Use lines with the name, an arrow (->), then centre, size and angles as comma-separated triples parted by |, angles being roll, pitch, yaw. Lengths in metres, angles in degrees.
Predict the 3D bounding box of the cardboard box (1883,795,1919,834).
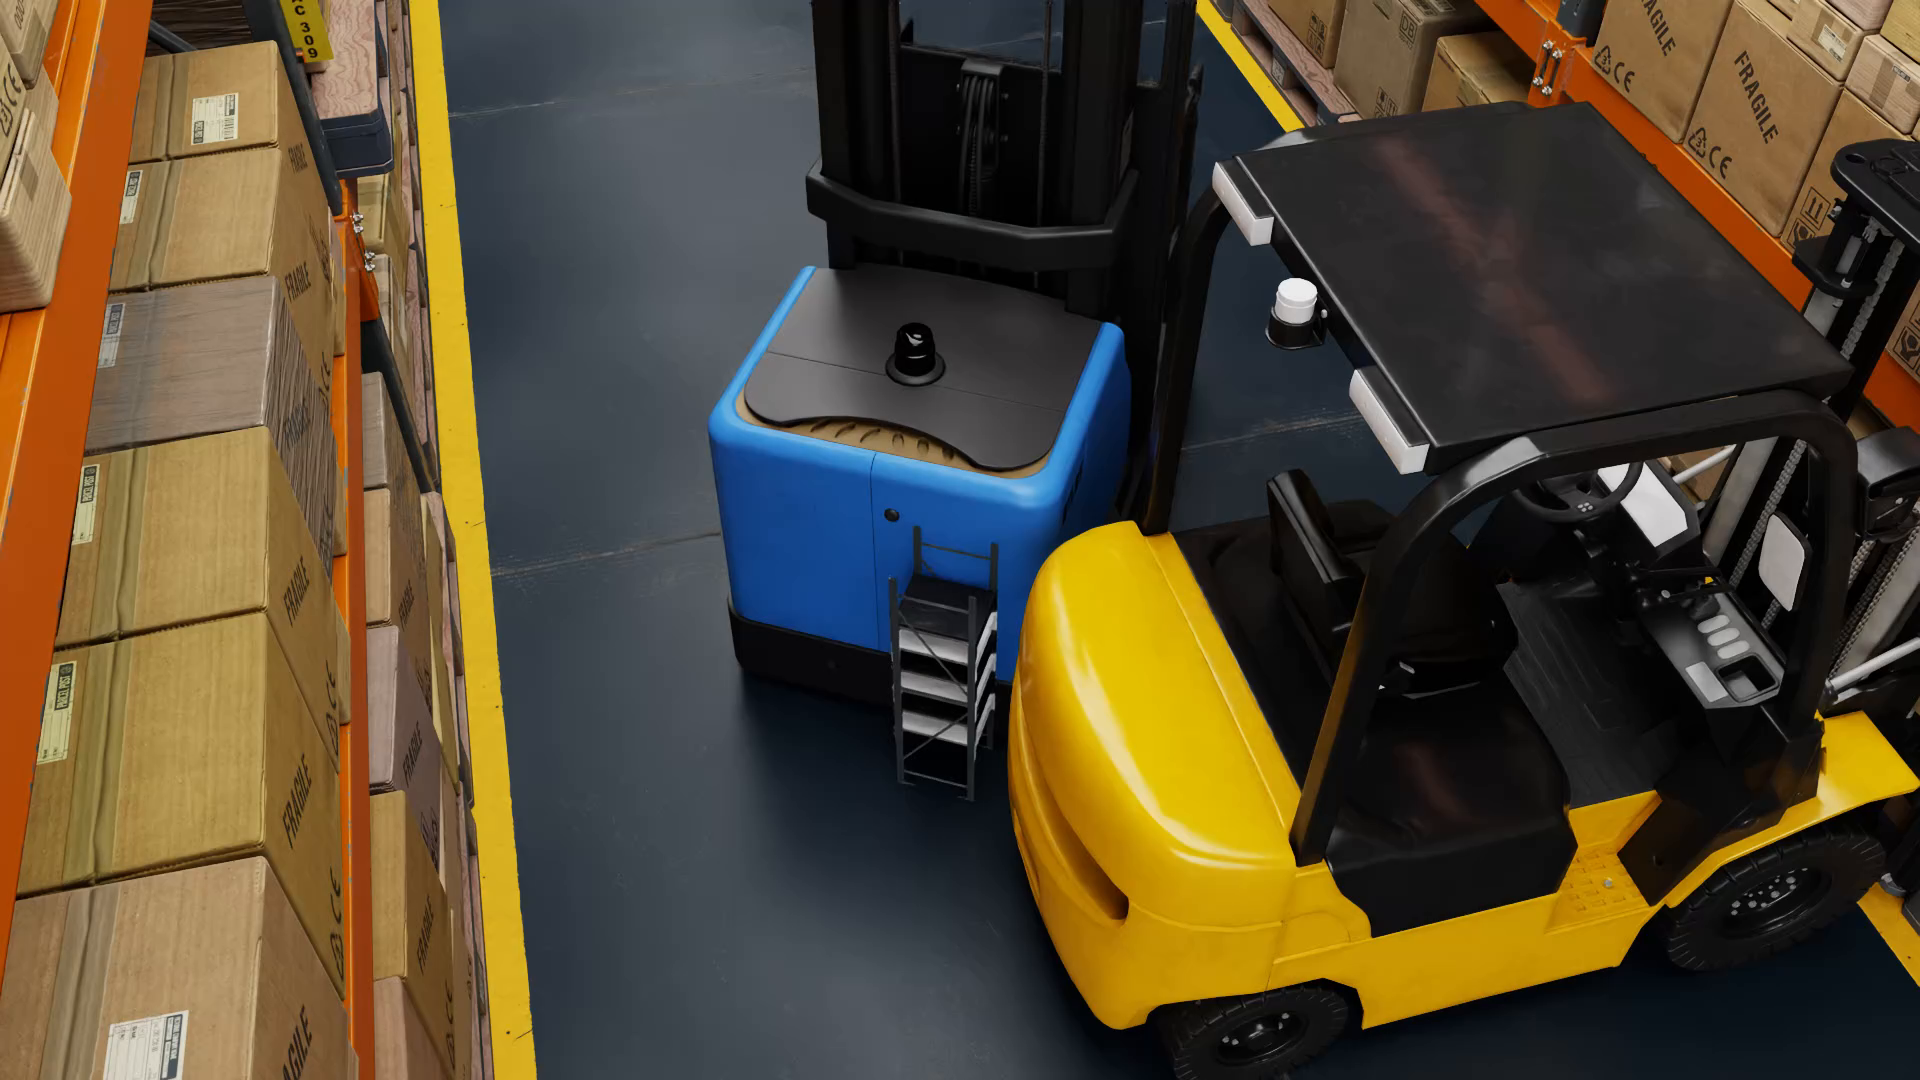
cardboard box -> 2.869, 0.689, 4.606 | 0.500, 0.250, 0.500 | -10, 46, -10

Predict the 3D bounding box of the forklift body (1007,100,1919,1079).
forklift body -> 1.283, 0.154, 4.094 | 2.313, 2.155, 1.214 | -11, 47, -10

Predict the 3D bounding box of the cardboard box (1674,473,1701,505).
cardboard box -> 2.604, -0.020, 5.300 | 0.500, 0.250, 0.500 | -10, 46, -10

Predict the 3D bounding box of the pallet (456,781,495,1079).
pallet -> -1.767, 1.258, 4.370 | 1.003, 0.211, 1.213 | -11, 47, -10

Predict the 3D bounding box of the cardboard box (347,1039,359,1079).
cardboard box -> -1.240, 1.005, 2.841 | 0.380, 0.149, 0.250 | -10, 46, -10

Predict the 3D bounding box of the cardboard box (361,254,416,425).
cardboard box -> -2.426, -0.608, 5.792 | 0.950, 0.372, 0.625 | -10, 46, -10

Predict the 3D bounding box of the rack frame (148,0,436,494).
rack frame -> -2.289, -1.019, 4.649 | 1.000, 3.000, 0.127 | -11, 47, -10

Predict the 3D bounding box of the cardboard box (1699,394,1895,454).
cardboard box -> 2.588, -0.376, 4.950 | 0.500, 0.250, 0.500 | -9, 46, -9

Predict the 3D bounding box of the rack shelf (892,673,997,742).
rack shelf -> -0.043, 0.459, 4.843 | 0.258, 0.077, 0.200 | 13, 47, 12

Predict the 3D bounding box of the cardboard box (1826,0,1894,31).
cardboard box -> 2.498, -1.486, 4.374 | 0.380, 0.149, 0.250 | -10, 46, -9

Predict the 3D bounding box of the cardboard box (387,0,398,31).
cardboard box -> -3.178, -2.616, 7.760 | 0.950, 0.372, 0.625 | -14, 47, -13

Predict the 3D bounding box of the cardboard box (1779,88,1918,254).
cardboard box -> 2.649, -0.904, 4.466 | 0.500, 0.500, 0.500 | -11, 47, -11

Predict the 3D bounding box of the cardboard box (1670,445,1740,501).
cardboard box -> 2.582, -0.202, 5.129 | 0.500, 0.250, 0.500 | -11, 47, -11

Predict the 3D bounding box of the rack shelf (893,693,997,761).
rack shelf -> -0.043, 0.522, 4.907 | 0.258, 0.077, 0.200 | 13, 47, 12

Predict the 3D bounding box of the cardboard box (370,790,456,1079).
cardboard box -> -1.470, 0.963, 3.812 | 0.500, 0.500, 0.500 | -10, 46, -10

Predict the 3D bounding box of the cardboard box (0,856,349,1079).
cardboard box -> -1.254, 0.868, 2.520 | 0.500, 0.500, 0.500 | -9, 46, -9

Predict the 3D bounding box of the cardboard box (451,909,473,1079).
cardboard box -> -1.480, 1.222, 4.083 | 0.500, 0.250, 0.500 | -8, 46, -8

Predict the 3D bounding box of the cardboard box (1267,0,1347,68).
cardboard box -> 1.978, -2.659, 7.625 | 0.875, 0.625, 0.625 | -12, 47, -12

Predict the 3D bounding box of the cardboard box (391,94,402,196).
cardboard box -> -2.793, -1.584, 6.748 | 0.950, 0.372, 0.625 | -9, 46, -9

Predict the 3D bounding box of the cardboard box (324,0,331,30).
cardboard box -> -2.181, -1.692, 5.190 | 0.380, 0.149, 0.250 | -10, 46, -9

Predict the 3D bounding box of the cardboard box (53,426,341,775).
cardboard box -> -1.524, 0.167, 3.208 | 0.500, 0.500, 0.500 | -12, 47, -11

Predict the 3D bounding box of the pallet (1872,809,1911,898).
pallet -> 2.987, 0.447, 5.164 | 1.003, 0.211, 1.213 | -11, 47, -10

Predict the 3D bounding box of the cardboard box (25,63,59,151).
cardboard box -> -1.478, -0.574, 2.288 | 0.380, 0.149, 0.250 | -12, 47, -11

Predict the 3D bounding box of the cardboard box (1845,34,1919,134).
cardboard box -> 2.554, -1.205, 4.306 | 0.380, 0.149, 0.250 | -11, 47, -11

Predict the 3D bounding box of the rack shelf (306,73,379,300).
rack shelf -> -2.801, -2.148, 6.259 | 1.077, 0.370, 4.000 | -11, 47, -10

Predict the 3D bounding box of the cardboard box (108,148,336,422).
cardboard box -> -1.797, -0.543, 3.904 | 0.500, 0.500, 0.500 | -9, 46, -9

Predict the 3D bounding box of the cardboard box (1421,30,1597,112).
cardboard box -> 2.364, -1.604, 6.590 | 0.875, 0.625, 0.625 | -9, 46, -9

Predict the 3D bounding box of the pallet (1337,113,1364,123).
pallet -> 2.282, -1.455, 7.028 | 1.003, 0.211, 1.213 | -11, 47, -10

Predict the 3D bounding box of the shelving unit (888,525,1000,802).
shelving unit -> -0.043, 0.372, 4.755 | 0.258, 0.900, 0.210 | 13, 47, 12

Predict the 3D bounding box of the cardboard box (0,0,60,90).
cardboard box -> -1.524, -0.814, 2.244 | 0.500, 0.250, 0.500 | -10, 46, -9

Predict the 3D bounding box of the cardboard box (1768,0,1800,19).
cardboard box -> 2.497, -1.570, 4.664 | 0.380, 0.149, 0.250 | -11, 47, -10

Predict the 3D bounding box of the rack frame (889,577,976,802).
rack frame -> -0.073, 0.441, 4.687 | 0.240, 0.900, 0.006 | 13, 47, 12

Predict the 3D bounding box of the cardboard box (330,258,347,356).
cardboard box -> -1.842, -0.594, 4.408 | 0.380, 0.149, 0.250 | -10, 46, -9

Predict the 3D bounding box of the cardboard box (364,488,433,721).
cardboard box -> -1.746, 0.244, 4.517 | 0.500, 0.500, 0.500 | -10, 46, -10

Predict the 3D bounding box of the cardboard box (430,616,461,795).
cardboard box -> -1.732, 0.521, 4.770 | 0.500, 0.250, 0.500 | -12, 47, -11

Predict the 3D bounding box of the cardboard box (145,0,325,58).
cardboard box -> -2.132, -1.682, 4.725 | 0.500, 0.500, 0.500 | -10, 46, -9

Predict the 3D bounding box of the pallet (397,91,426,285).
pallet -> -2.806, -1.425, 6.998 | 1.003, 0.211, 1.213 | -11, 47, -10

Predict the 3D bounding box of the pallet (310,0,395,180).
pallet -> -2.344, -1.506, 5.260 | 1.003, 0.211, 1.213 | -11, 47, -10

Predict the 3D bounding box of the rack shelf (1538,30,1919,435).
rack shelf -> 3.020, -0.297, 4.444 | 1.077, 0.370, 4.000 | -11, 47, -10

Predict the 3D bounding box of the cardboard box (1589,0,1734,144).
cardboard box -> 2.369, -1.610, 5.158 | 0.500, 0.500, 0.500 | -12, 47, -11

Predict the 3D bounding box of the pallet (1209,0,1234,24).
pallet -> 1.657, -3.140, 8.679 | 1.003, 0.211, 1.213 | -11, 47, -10

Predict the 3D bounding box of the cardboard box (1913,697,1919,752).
cardboard box -> 2.835, 0.493, 4.448 | 0.500, 0.250, 0.500 | -12, 47, -11

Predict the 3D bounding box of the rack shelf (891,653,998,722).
rack shelf -> -0.043, 0.395, 4.779 | 0.258, 0.077, 0.200 | 13, 47, 12

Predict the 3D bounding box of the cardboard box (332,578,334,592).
cardboard box -> -1.612, 0.118, 3.710 | 0.380, 0.149, 0.250 | -11, 47, -11

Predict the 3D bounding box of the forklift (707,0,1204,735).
forklift -> 0.207, -1.499, 5.167 | 1.130, 2.935, 3.031 | 13, 47, 12
